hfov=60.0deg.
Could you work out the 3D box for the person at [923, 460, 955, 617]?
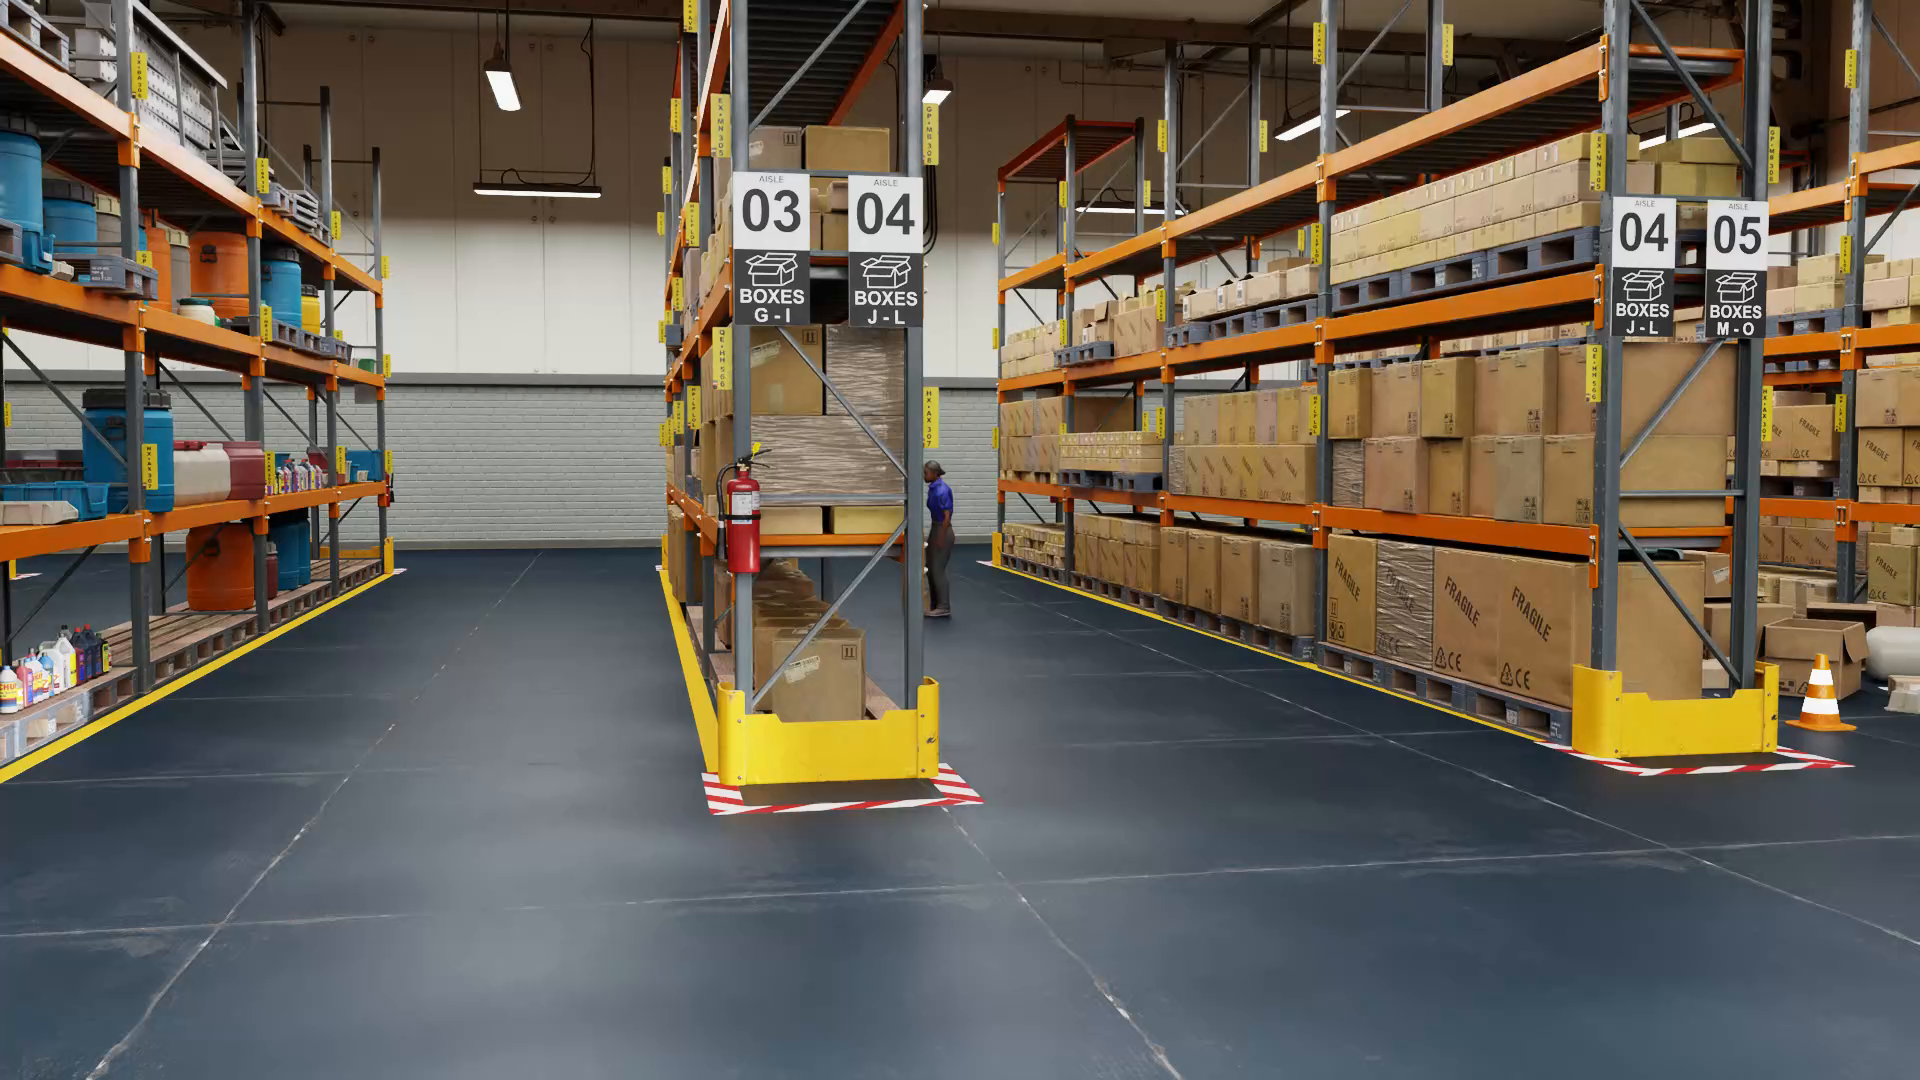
[{"bbox_3d":[-0.240,-0.023,17.619,0.349,1.653,0.512,-1,3,-14],"label":"person"}]
